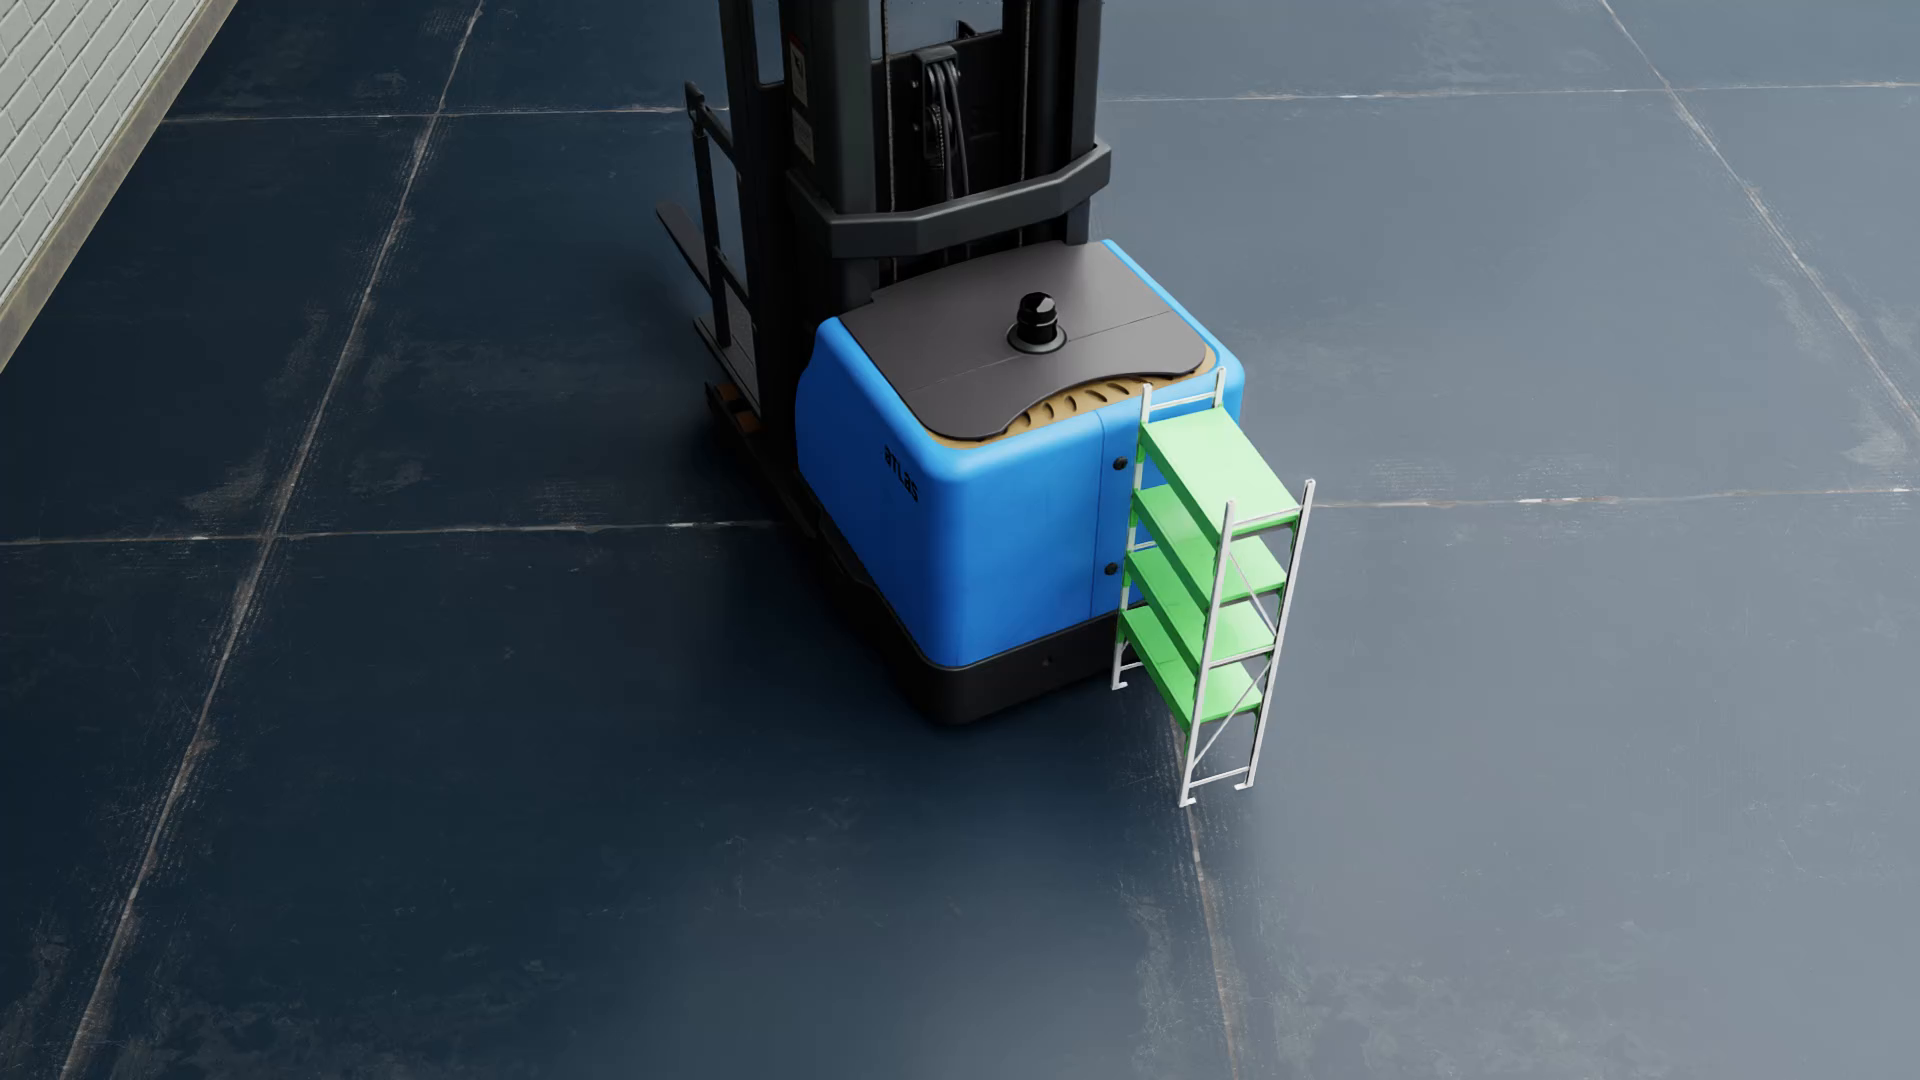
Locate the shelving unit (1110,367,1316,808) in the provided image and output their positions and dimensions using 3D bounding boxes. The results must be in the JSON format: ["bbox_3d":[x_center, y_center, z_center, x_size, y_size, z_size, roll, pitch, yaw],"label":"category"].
[{"bbox_3d":[0.678,0.160,4.681,0.258,1.200,0.503,-14,45,-15],"label":"shelving unit"}]

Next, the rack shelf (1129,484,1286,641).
[{"bbox_3d":[0.680,0.032,4.560,0.258,0.148,0.480,-14,45,-15],"label":"rack shelf"}]

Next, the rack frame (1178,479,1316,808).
[{"bbox_3d":[0.762,0.318,4.514,0.240,1.200,0.015,-14,45,-15],"label":"rack frame"}]

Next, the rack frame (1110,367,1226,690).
[{"bbox_3d":[0.594,0.003,4.847,0.240,1.200,0.015,-14,45,-15],"label":"rack frame"}]

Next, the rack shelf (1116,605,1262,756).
[{"bbox_3d":[0.675,0.382,4.889,0.258,0.148,0.480,-14,45,-15],"label":"rack shelf"}]

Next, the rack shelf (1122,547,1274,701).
[{"bbox_3d":[0.677,0.207,4.724,0.258,0.148,0.480,-14,45,-15],"label":"rack shelf"}]

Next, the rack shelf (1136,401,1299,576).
[{"bbox_3d":[0.682,-0.143,4.396,0.258,0.148,0.480,-14,45,-15],"label":"rack shelf"}]

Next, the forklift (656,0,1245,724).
[{"bbox_3d":[-0.288,-1.516,5.235,1.130,2.935,3.031,-19,46,-20],"label":"forklift"}]
